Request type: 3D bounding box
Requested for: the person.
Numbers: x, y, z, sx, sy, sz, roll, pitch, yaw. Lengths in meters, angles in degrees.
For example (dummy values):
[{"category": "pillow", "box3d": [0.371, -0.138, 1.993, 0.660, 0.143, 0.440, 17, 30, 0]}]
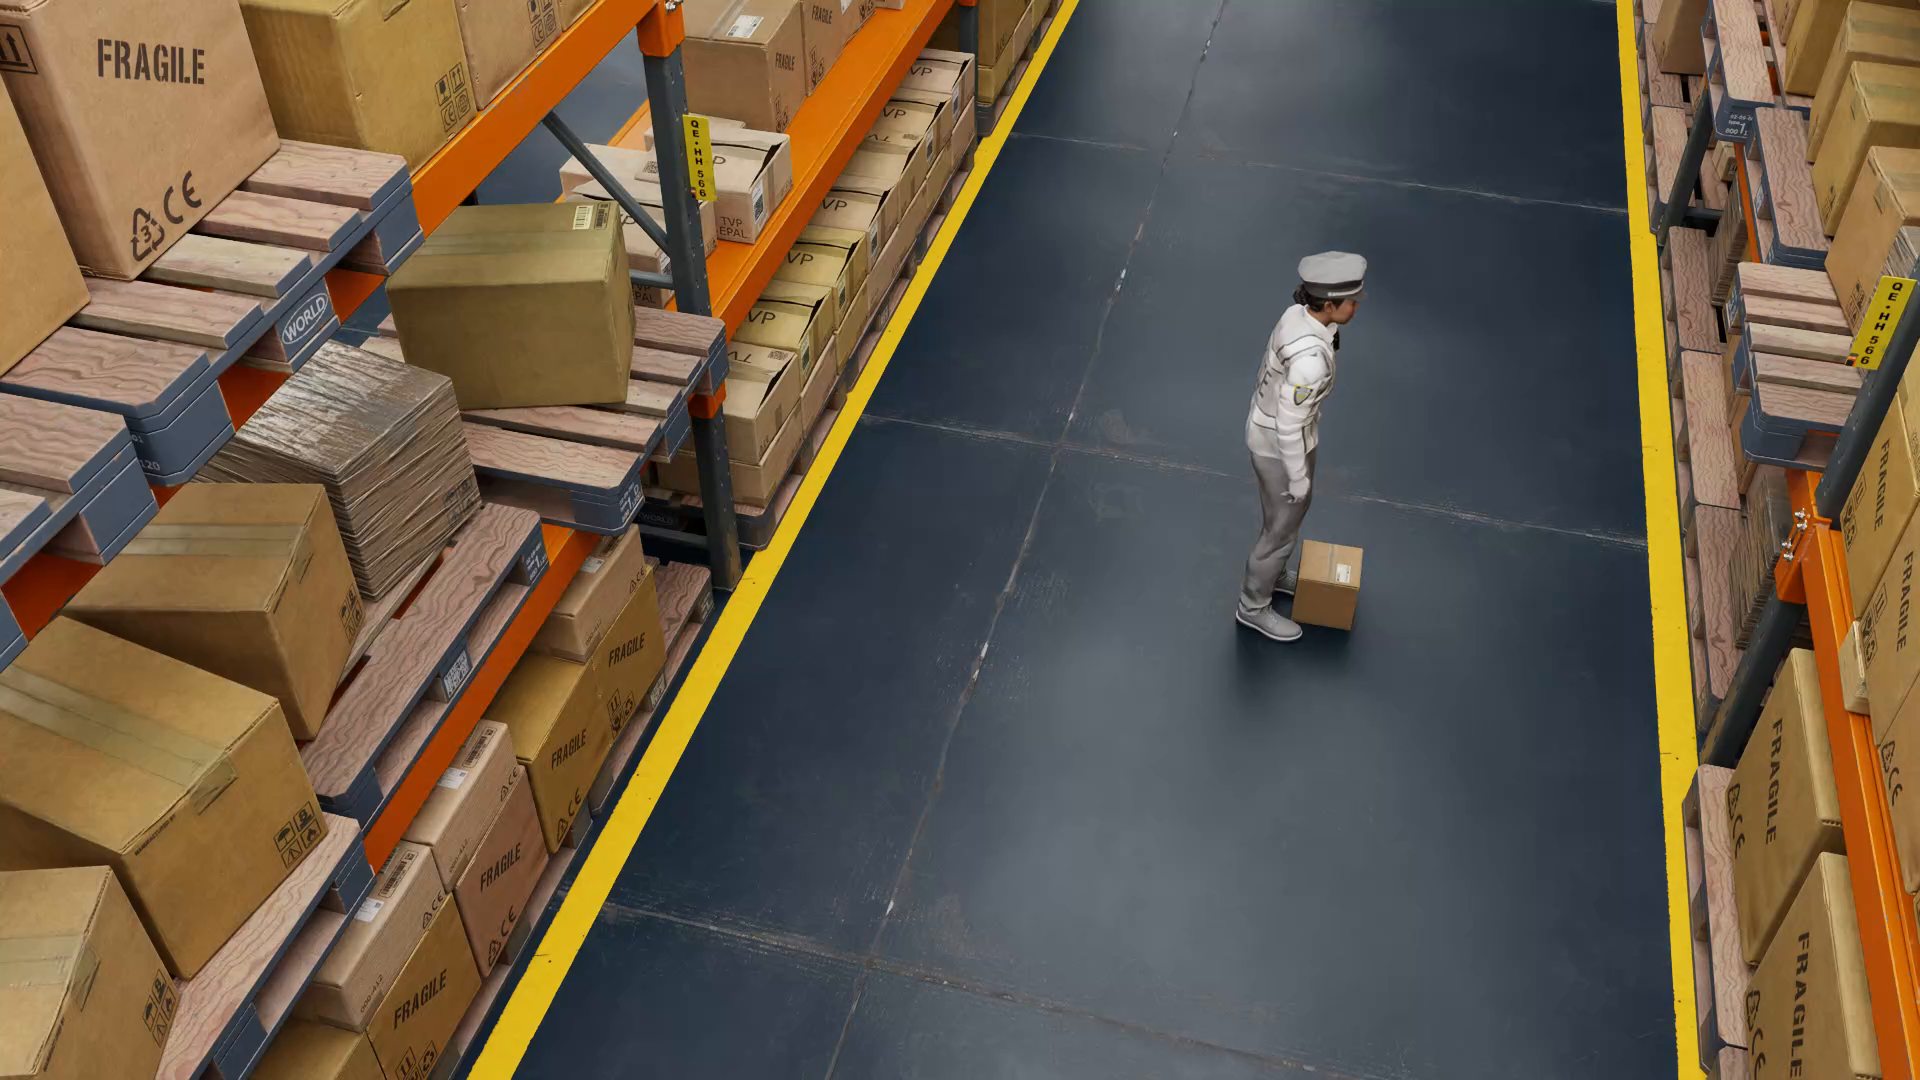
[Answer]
[{"category": "person", "box3d": [1.334, -0.381, 6.588, 0.409, 1.667, 0.547, 8, 42, 9]}]
